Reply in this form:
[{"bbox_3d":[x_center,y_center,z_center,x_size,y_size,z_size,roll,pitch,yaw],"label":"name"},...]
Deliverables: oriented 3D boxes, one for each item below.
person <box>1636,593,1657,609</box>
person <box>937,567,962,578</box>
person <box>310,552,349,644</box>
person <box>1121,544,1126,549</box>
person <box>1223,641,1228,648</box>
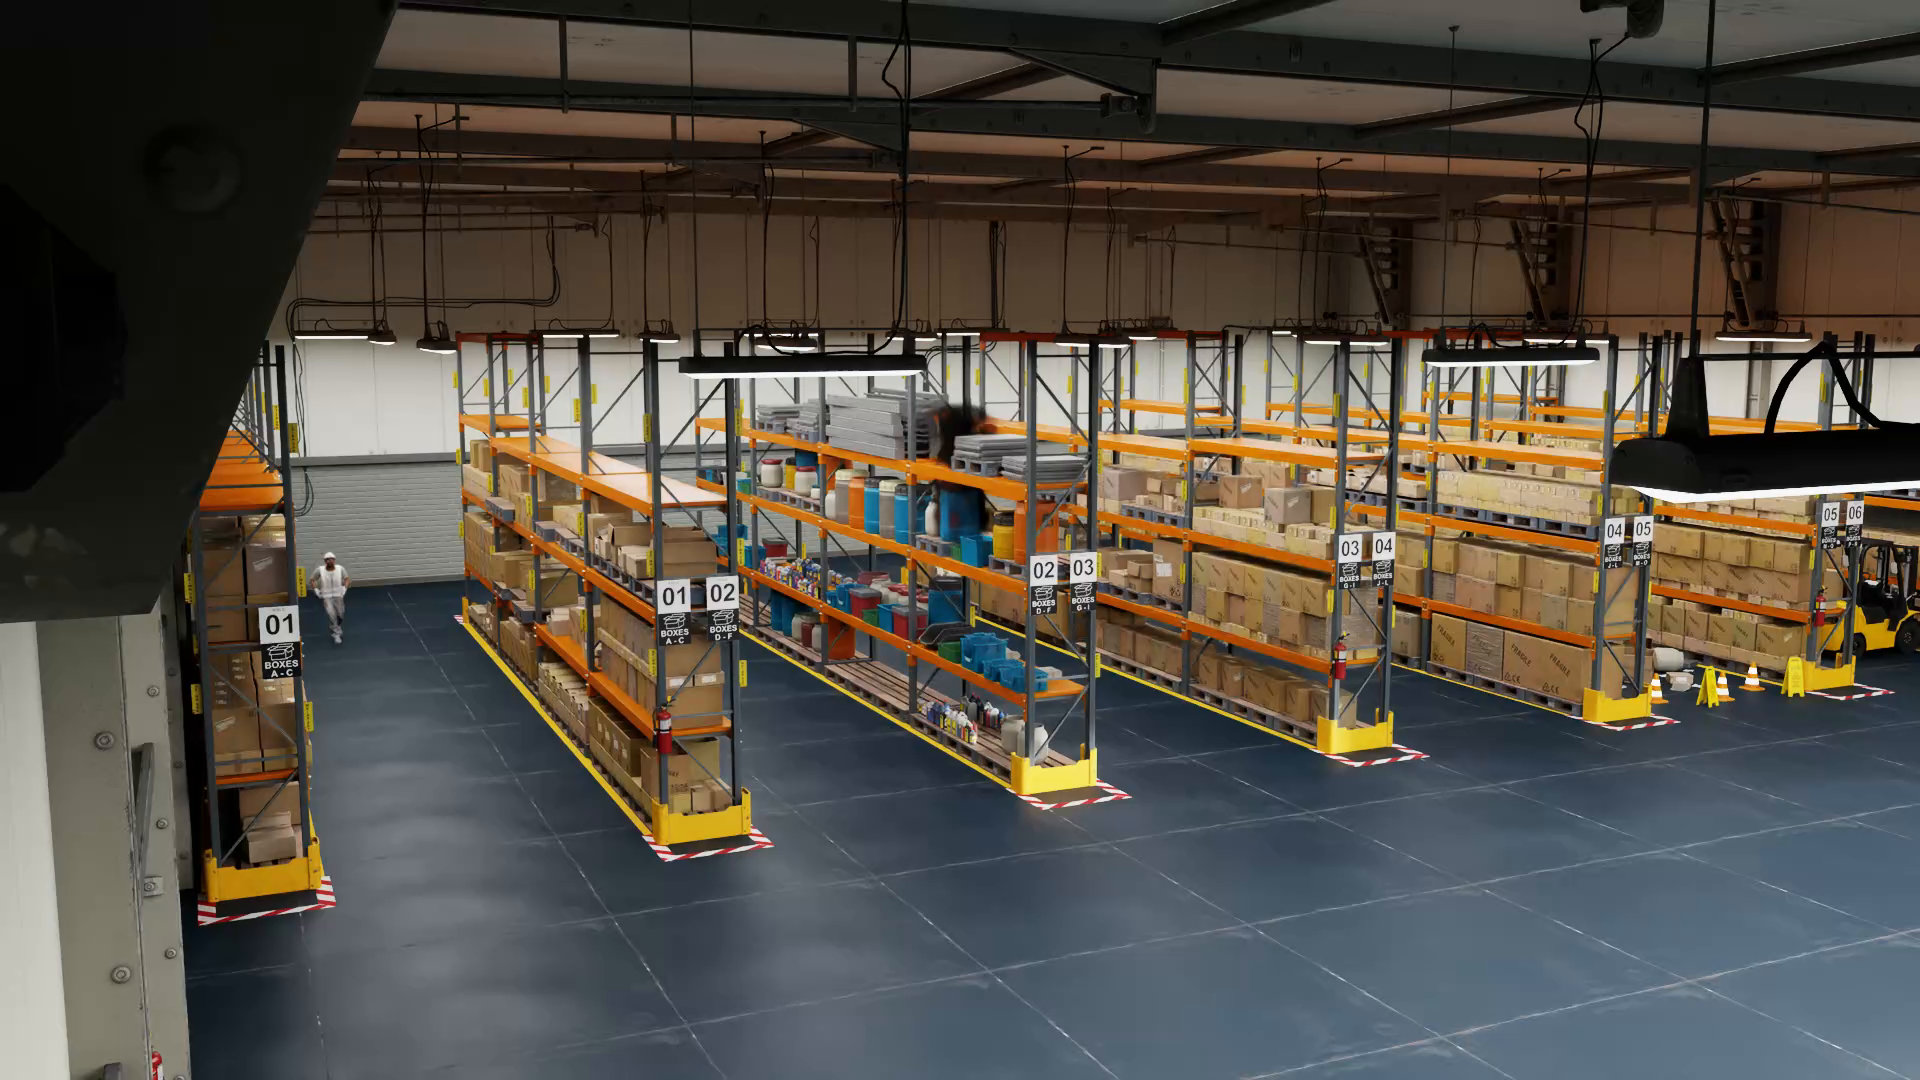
[{"bbox_3d":[14.209,0.933,34.043,0.614,1.646,0.828,-6,10,-36],"label":"person"},{"bbox_3d":[-0.142,1.010,33.073,0.673,1.812,0.828,-2,8,-18],"label":"person"},{"bbox_3d":[-12.258,1.107,32.395,0.725,1.765,0.752,-4,9,-30],"label":"person"},{"bbox_3d":[3.301,0.935,33.950,0.537,1.713,0.818,-2,8,-16],"label":"person"},{"bbox_3d":[5.228,1.296,31.663,0.525,1.531,0.731,-2,8,-15],"label":"person"}]
